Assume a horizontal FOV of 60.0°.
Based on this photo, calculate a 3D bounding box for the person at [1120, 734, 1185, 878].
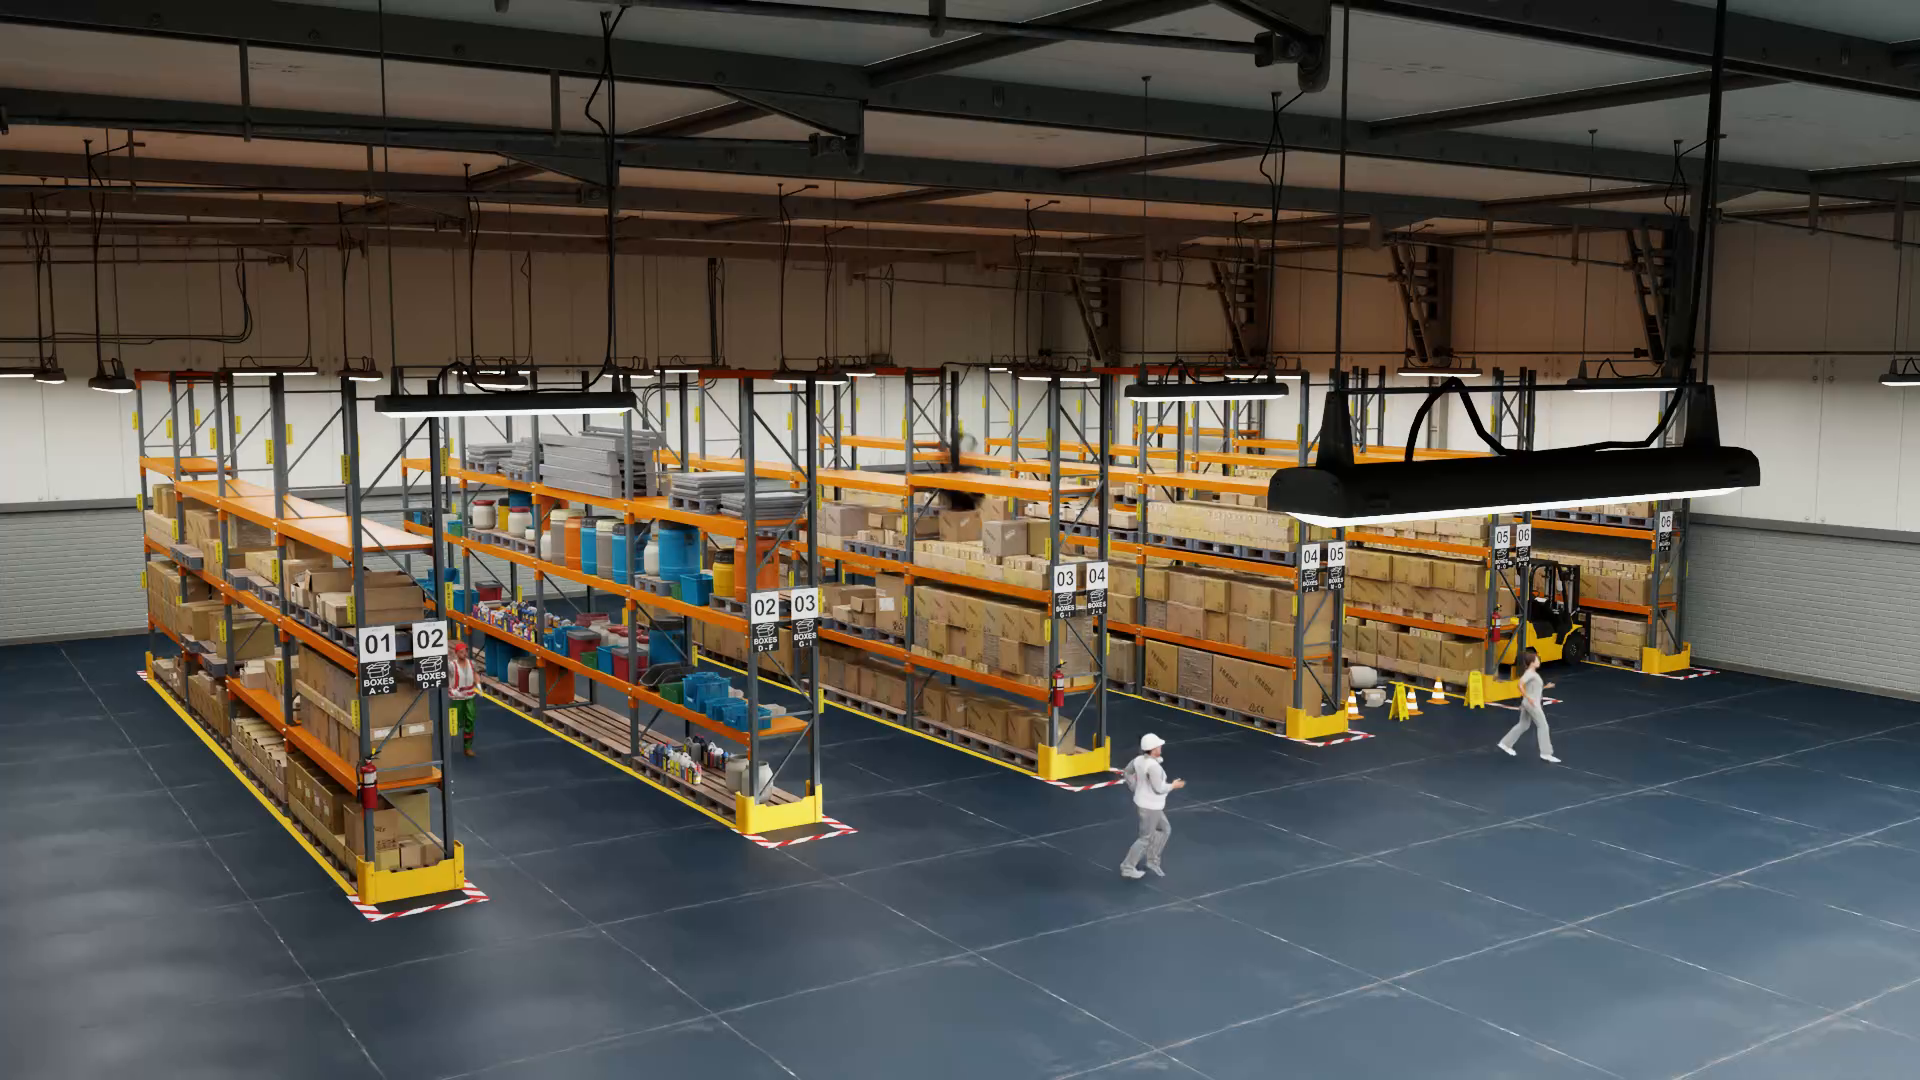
[{"bbox_3d":[2.296,3.212,19.960,0.786,1.809,0.609,-1,7,-8],"label":"person"}]

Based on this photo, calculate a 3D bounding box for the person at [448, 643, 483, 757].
[{"bbox_3d":[-7.873,2.497,26.258,0.684,1.780,0.782,-6,9,-42],"label":"person"}]

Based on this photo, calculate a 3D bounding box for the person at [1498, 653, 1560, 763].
[{"bbox_3d":[8.831,2.578,25.731,0.919,1.685,0.553,1,7,11],"label":"person"}]

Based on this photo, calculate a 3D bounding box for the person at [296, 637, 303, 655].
[{"bbox_3d":[-13.297,1.787,32.949,0.565,1.679,0.693,6,9,43],"label":"person"}]

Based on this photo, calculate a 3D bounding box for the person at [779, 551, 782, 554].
[{"bbox_3d":[-4.462,1.066,39.759,0.729,1.594,0.540,0,6,1],"label":"person"}]
